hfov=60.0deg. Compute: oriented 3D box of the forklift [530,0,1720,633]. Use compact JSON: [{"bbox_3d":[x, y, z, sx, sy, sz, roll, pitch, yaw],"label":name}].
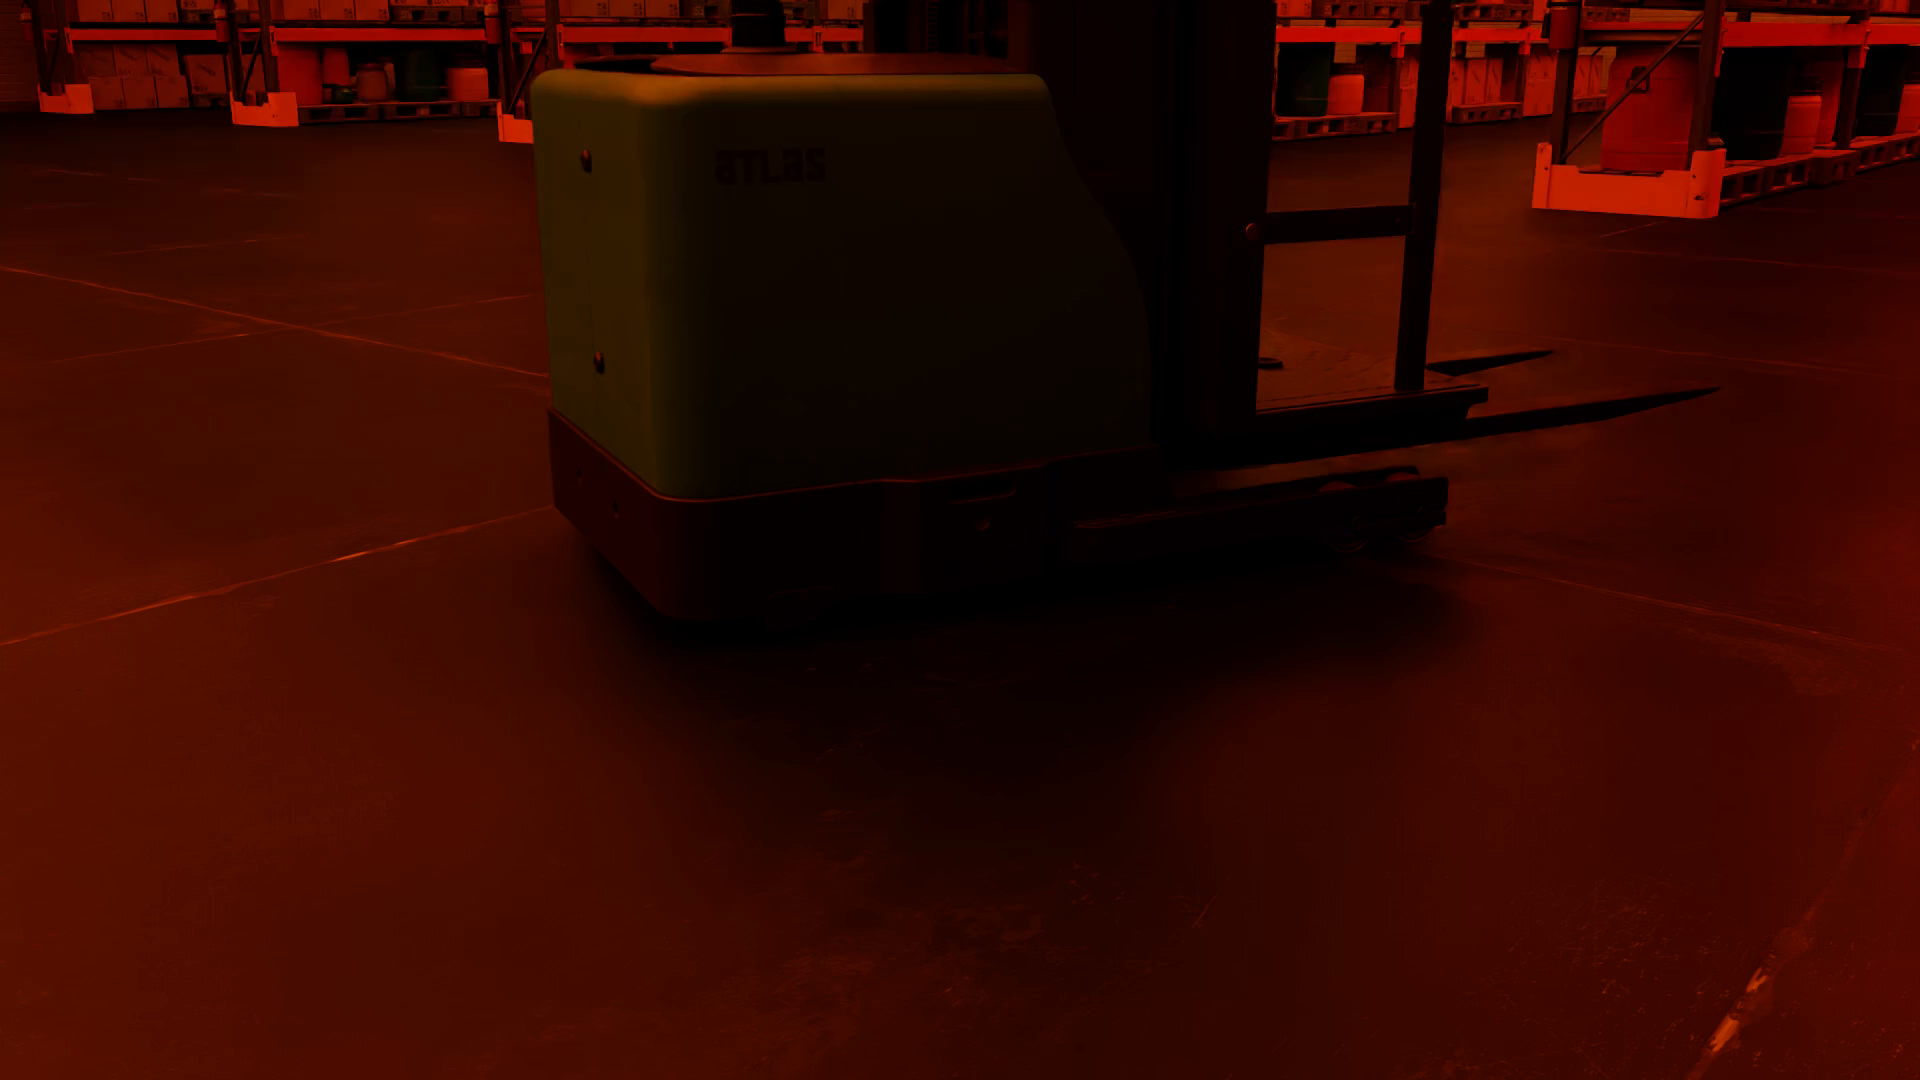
[{"bbox_3d":[0.580,-1.499,3.834,3.031,2.935,1.130,-8,19,-25],"label":"forklift"}]
